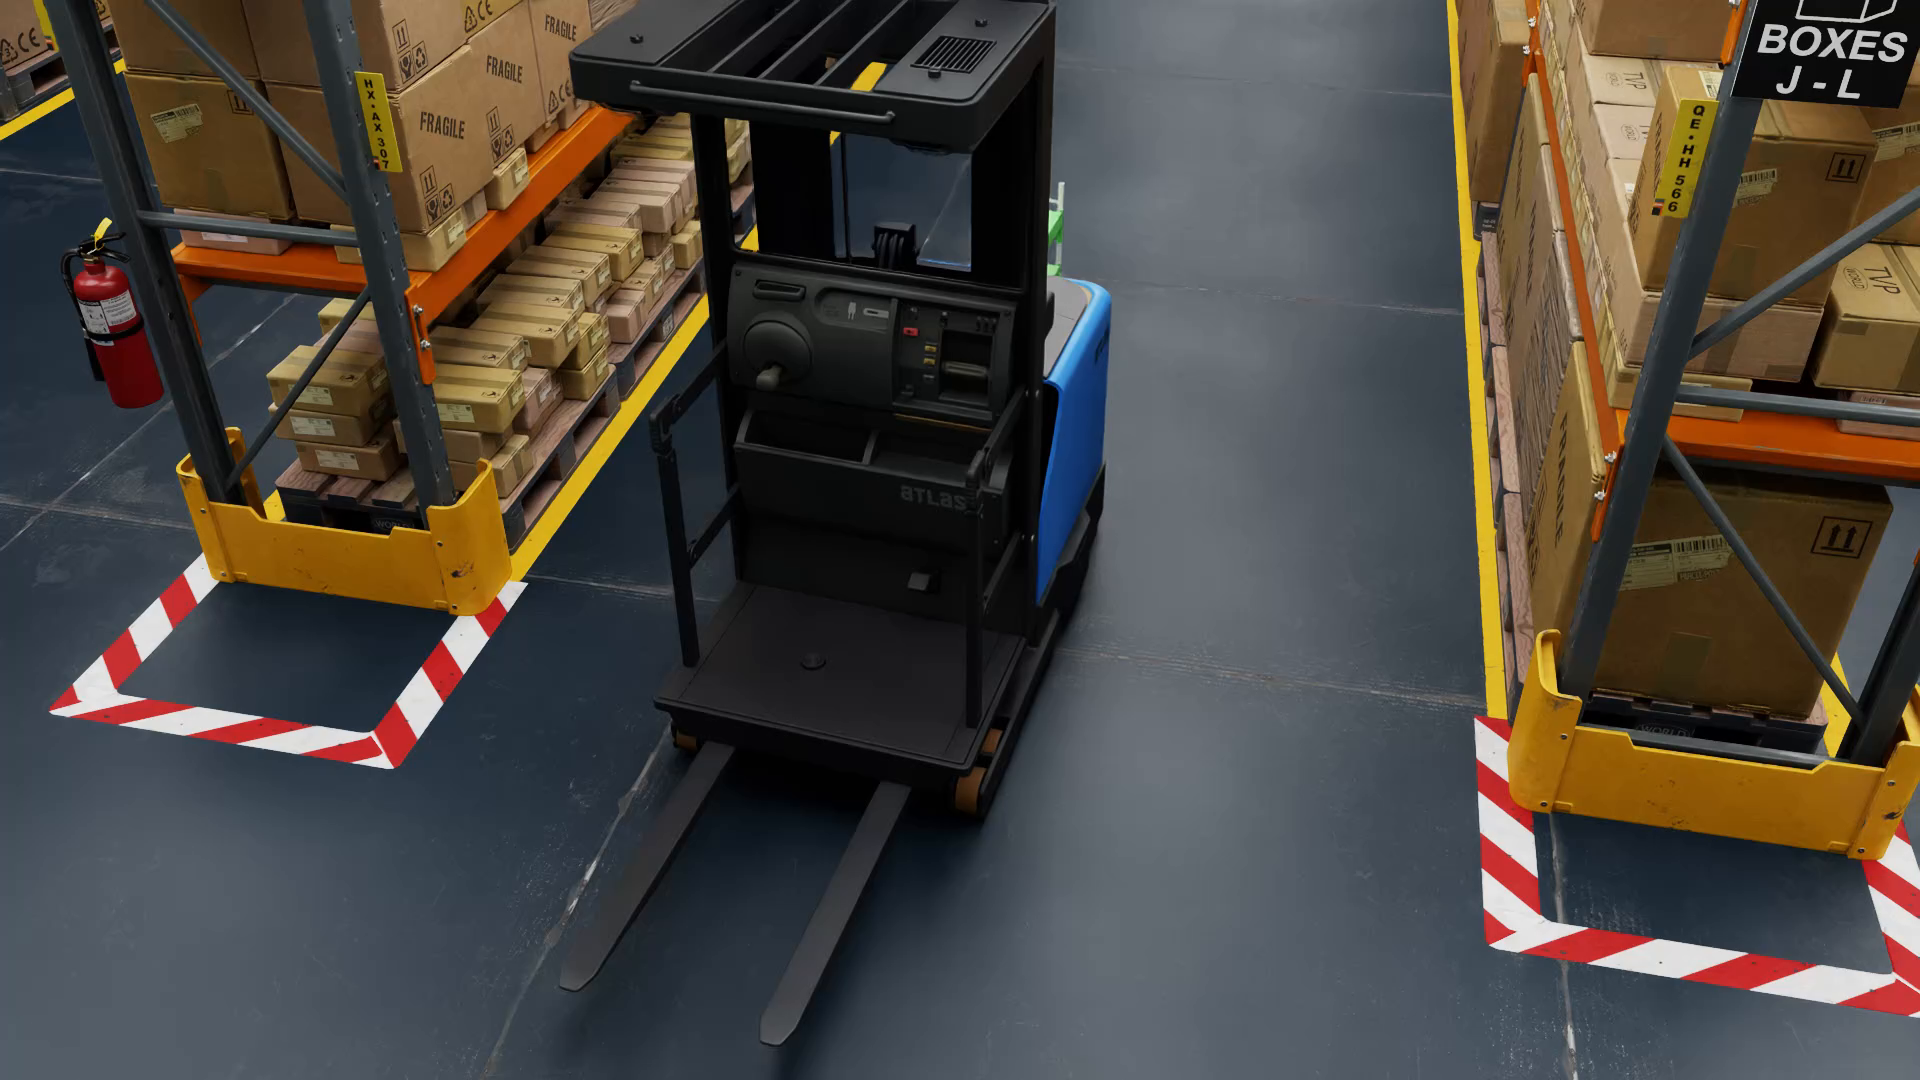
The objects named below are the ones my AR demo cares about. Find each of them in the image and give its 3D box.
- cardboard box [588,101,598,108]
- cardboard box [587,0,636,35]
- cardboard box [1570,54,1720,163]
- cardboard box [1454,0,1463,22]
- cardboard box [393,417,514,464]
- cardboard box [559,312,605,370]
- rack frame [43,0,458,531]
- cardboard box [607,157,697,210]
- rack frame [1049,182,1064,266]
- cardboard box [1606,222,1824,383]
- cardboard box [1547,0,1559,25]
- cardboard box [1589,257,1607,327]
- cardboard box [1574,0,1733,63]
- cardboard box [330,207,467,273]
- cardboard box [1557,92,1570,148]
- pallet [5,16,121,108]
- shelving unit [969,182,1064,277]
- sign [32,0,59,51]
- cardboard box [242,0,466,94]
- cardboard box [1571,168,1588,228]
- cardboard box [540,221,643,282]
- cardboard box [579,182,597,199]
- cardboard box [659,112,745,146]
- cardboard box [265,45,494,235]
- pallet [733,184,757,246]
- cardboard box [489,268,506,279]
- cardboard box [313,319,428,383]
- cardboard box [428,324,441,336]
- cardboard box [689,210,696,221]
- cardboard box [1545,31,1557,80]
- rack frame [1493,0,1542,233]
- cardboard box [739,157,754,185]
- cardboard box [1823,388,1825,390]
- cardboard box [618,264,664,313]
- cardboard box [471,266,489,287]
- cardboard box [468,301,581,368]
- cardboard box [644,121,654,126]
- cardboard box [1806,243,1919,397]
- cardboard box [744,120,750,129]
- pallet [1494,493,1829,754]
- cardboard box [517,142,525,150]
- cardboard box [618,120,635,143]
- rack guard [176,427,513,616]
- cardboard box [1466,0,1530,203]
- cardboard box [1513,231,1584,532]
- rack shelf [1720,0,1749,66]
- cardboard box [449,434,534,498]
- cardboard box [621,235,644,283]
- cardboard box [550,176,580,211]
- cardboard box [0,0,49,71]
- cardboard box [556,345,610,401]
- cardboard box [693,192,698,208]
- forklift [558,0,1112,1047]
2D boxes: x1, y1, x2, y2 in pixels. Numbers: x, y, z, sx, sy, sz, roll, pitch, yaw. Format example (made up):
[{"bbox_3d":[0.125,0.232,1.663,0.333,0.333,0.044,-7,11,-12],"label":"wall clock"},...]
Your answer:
[{"bbox_3d":[-1.708,-1.987,7.150,0.380,0.149,0.250,9,37,12],"label":"cardboard box"},{"bbox_3d":[-1.705,-2.309,7.042,0.500,0.500,0.500,6,36,9],"label":"cardboard box"},{"bbox_3d":[2.612,-1.616,6.298,0.500,0.250,0.500,7,37,10],"label":"cardboard box"},{"bbox_3d":[3.985,-3.867,10.982,1.225,0.875,0.875,6,36,8],"label":"cardboard box"},{"bbox_3d":[-2.018,-0.448,6.630,0.380,0.149,0.250,9,37,12],"label":"cardboard box"},{"bbox_3d":[-1.777,-0.883,7.230,0.380,0.149,0.250,8,37,11],"label":"cardboard box"},{"bbox_3d":[-2.380,-1.043,5.634,1.000,3.000,0.127,7,37,10],"label":"rack frame"},{"bbox_3d":[-1.509,-1.756,8.181,0.380,0.149,0.250,6,36,8],"label":"cardboard box"},{"bbox_3d":[0.303,-0.969,7.065,0.240,1.200,0.015,11,37,14],"label":"rack frame"},{"bbox_3d":[2.288,-0.735,5.082,0.500,0.250,0.500,7,36,9],"label":"cardboard box"},{"bbox_3d":[2.942,-2.480,7.490,0.500,0.250,0.500,7,36,9],"label":"cardboard box"},{"bbox_3d":[2.307,-0.801,5.514,0.380,0.149,0.250,7,37,10],"label":"cardboard box"},{"bbox_3d":[2.727,-2.198,6.461,0.500,0.500,0.500,6,36,8],"label":"cardboard box"},{"bbox_3d":[-1.991,-1.086,5.907,0.380,0.149,0.250,7,37,10],"label":"cardboard box"},{"bbox_3d":[2.633,-1.684,6.732,0.380,0.149,0.250,8,37,11],"label":"cardboard box"},{"bbox_3d":[-6.292,-3.222,11.016,1.003,0.211,1.213,7,37,10],"label":"pallet"},{"bbox_3d":[0.230,-0.833,6.876,0.258,1.200,0.503,11,37,14],"label":"shelving unit"},{"bbox_3d":[-2.918,-1.721,5.313,0.100,0.325,0.005,7,37,10],"label":"sign"},{"bbox_3d":[-2.025,-1.833,5.533,0.500,0.500,0.500,7,37,10],"label":"cardboard box"},{"bbox_3d":[2.470,-1.242,6.122,0.380,0.149,0.250,7,37,10],"label":"cardboard box"},{"bbox_3d":[-1.675,-1.315,7.573,0.380,0.149,0.250,8,37,11],"label":"cardboard box"},{"bbox_3d":[-2.041,-1.695,8.351,0.380,0.149,0.250,9,37,12],"label":"cardboard box"},{"bbox_3d":[-1.363,-2.205,8.801,0.380,0.149,0.250,8,37,11],"label":"cardboard box"},{"bbox_3d":[-2.015,-1.427,5.824,0.500,0.500,0.500,9,37,12],"label":"cardboard box"},{"bbox_3d":[-1.635,-1.818,9.079,1.003,0.211,1.213,7,37,10],"label":"pallet"},{"bbox_3d":[-2.266,-1.259,7.749,0.380,0.149,0.250,9,37,12],"label":"cardboard box"},{"bbox_3d":[-2.405,-0.772,6.824,0.380,0.149,0.250,8,37,11],"label":"cardboard box"},{"bbox_3d":[-2.437,-0.816,7.138,0.380,0.149,0.250,6,36,8],"label":"cardboard box"},{"bbox_3d":[-1.582,-1.651,8.543,0.380,0.149,0.250,6,36,9],"label":"cardboard box"},{"bbox_3d":[2.798,-2.126,7.341,0.380,0.149,0.250,8,37,11],"label":"cardboard box"},{"bbox_3d":[3.298,-2.657,7.860,1.000,3.000,0.127,7,37,10],"label":"rack frame"},{"bbox_3d":[-1.277,-2.085,9.142,0.380,0.149,0.250,8,37,11],"label":"cardboard box"},{"bbox_3d":[2.895,-0.572,5.197,0.380,0.149,0.250,7,36,9],"label":"cardboard box"},{"bbox_3d":[-1.638,-1.208,7.932,0.380,0.149,0.250,7,37,10],"label":"cardboard box"},{"bbox_3d":[-2.354,-1.238,7.467,0.380,0.149,0.250,9,37,12],"label":"cardboard box"},{"bbox_3d":[-1.816,-0.859,6.944,0.380,0.149,0.250,7,37,10],"label":"cardboard box"},{"bbox_3d":[-1.916,-2.305,9.192,0.380,0.149,0.250,9,37,12],"label":"cardboard box"},{"bbox_3d":[2.810,-0.665,4.986,0.500,0.250,0.500,6,36,9],"label":"cardboard box"},{"bbox_3d":[-1.283,-2.252,9.120,0.380,0.149,0.250,8,37,11],"label":"cardboard box"},{"bbox_3d":[2.538,0.297,6.160,1.003,0.211,1.213,7,37,10],"label":"pallet"},{"bbox_3d":[-1.946,-1.551,6.548,0.380,0.149,0.250,9,37,12],"label":"cardboard box"},{"bbox_3d":[-1.925,-2.120,8.684,0.380,0.149,0.250,7,36,9],"label":"cardboard box"},{"bbox_3d":[-2.364,-0.075,6.427,1.175,0.500,0.348,7,37,10],"label":"rack guard"},{"bbox_3d":[3.415,-2.336,8.870,1.225,0.875,0.875,7,37,10],"label":"cardboard box"},{"bbox_3d":[2.696,-0.572,6.436,0.875,0.875,0.875,7,37,10],"label":"cardboard box"},{"bbox_3d":[2.871,-2.434,5.609,1.077,0.370,4.000,7,37,10],"label":"rack shelf"},{"bbox_3d":[-1.956,-0.319,6.706,0.380,0.149,0.250,8,37,11],"label":"cardboard box"},{"bbox_3d":[-1.729,-1.361,7.890,0.380,0.149,0.250,9,37,12],"label":"cardboard box"},{"bbox_3d":[-2.070,-1.665,8.056,0.380,0.149,0.250,6,36,8],"label":"cardboard box"},{"bbox_3d":[-6.329,-3.574,10.578,0.875,0.875,0.875,8,37,11],"label":"cardboard box"},{"bbox_3d":[-1.772,-0.756,7.308,0.380,0.149,0.250,8,37,11],"label":"cardboard box"},{"bbox_3d":[-1.518,-1.808,8.507,0.380,0.149,0.250,8,37,10],"label":"cardboard box"},{"bbox_3d":[-0.348,-0.545,5.005,1.130,2.935,3.031,11,37,14],"label":"forklift"}]
